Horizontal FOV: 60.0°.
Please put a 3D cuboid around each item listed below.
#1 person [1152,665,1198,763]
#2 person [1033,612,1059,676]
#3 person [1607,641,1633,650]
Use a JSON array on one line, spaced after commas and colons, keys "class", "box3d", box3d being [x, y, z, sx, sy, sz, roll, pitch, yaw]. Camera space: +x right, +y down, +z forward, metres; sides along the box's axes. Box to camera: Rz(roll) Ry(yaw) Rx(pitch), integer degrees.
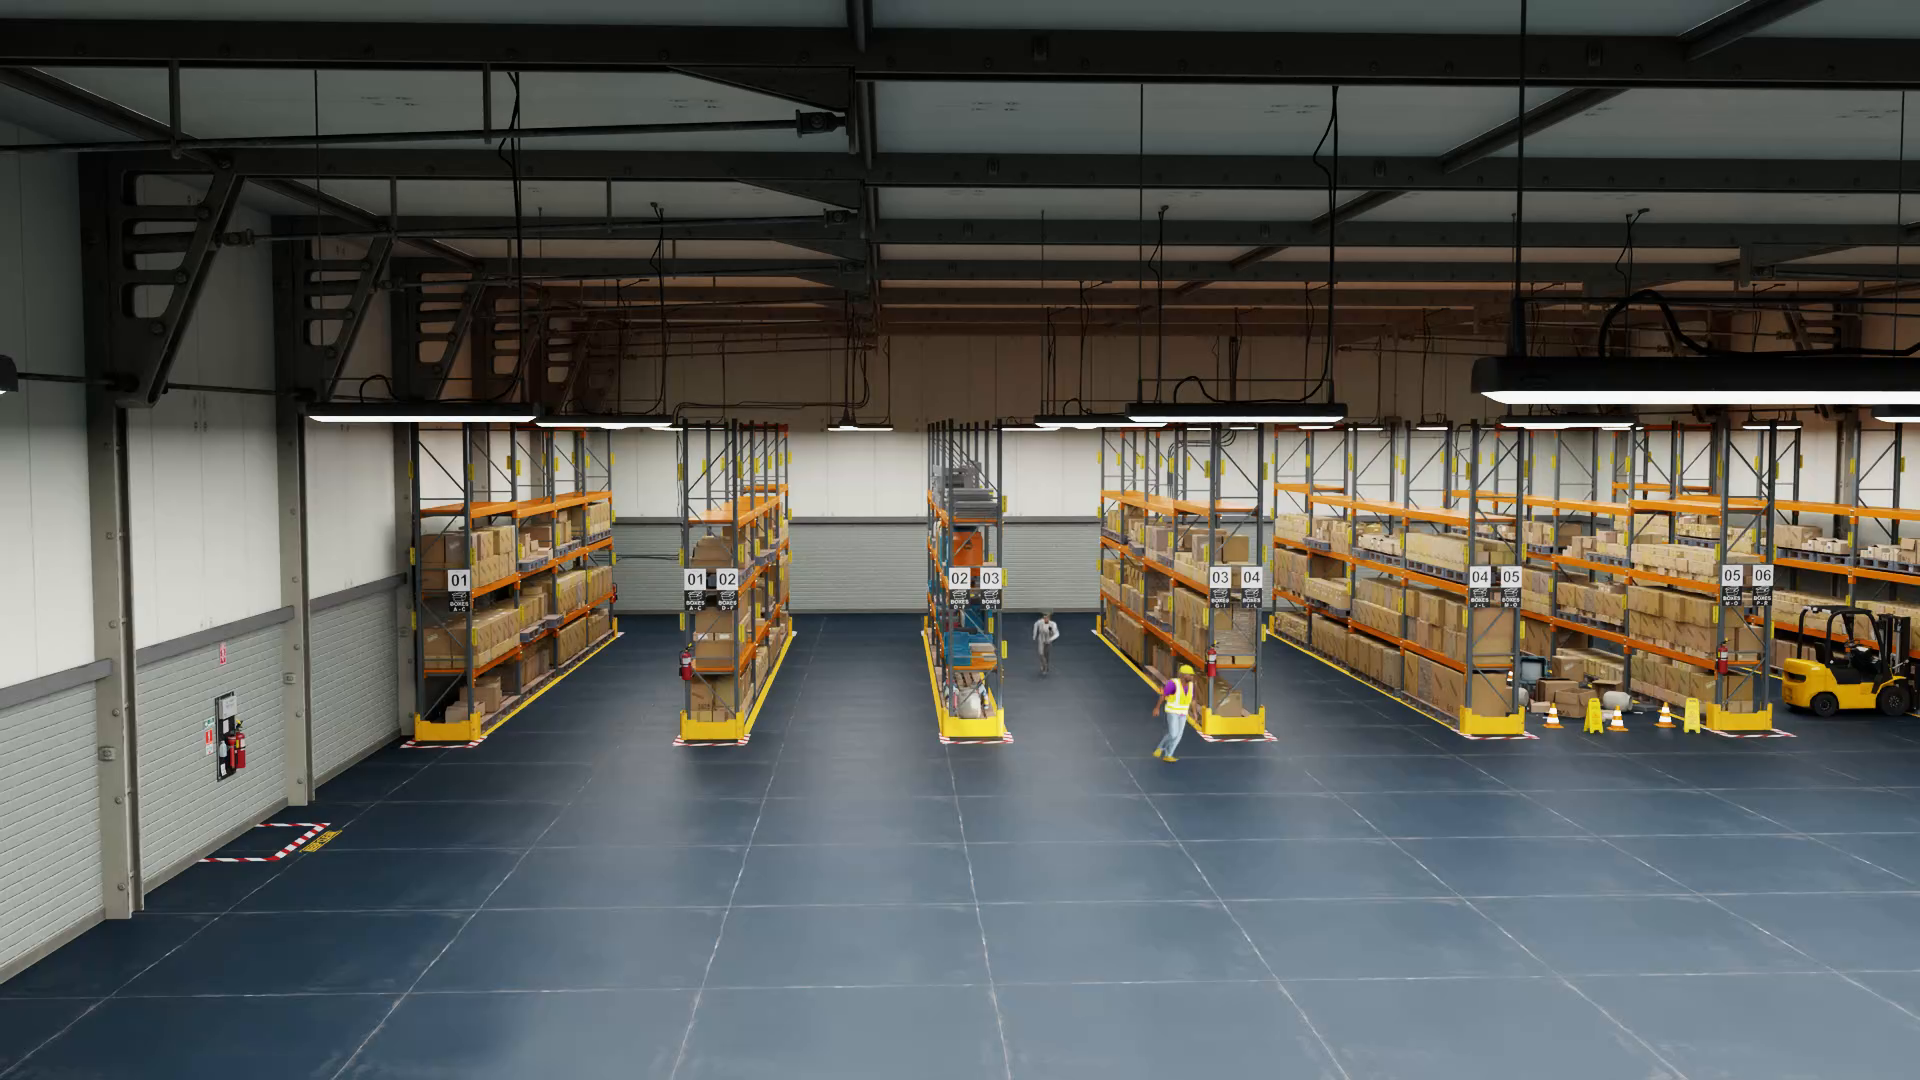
[{"class": "person", "box3d": [3.761, 3.015, 28.905, 0.719, 1.718, 0.628, -2, 4, -33]}, {"class": "person", "box3d": [2.051, 2.424, 39.567, 0.625, 1.503, 1.014, 0, 4, 4]}, {"class": "person", "box3d": [17.331, 2.105, 43.623, 0.607, 1.633, 0.861, -1, 4, -18]}]
